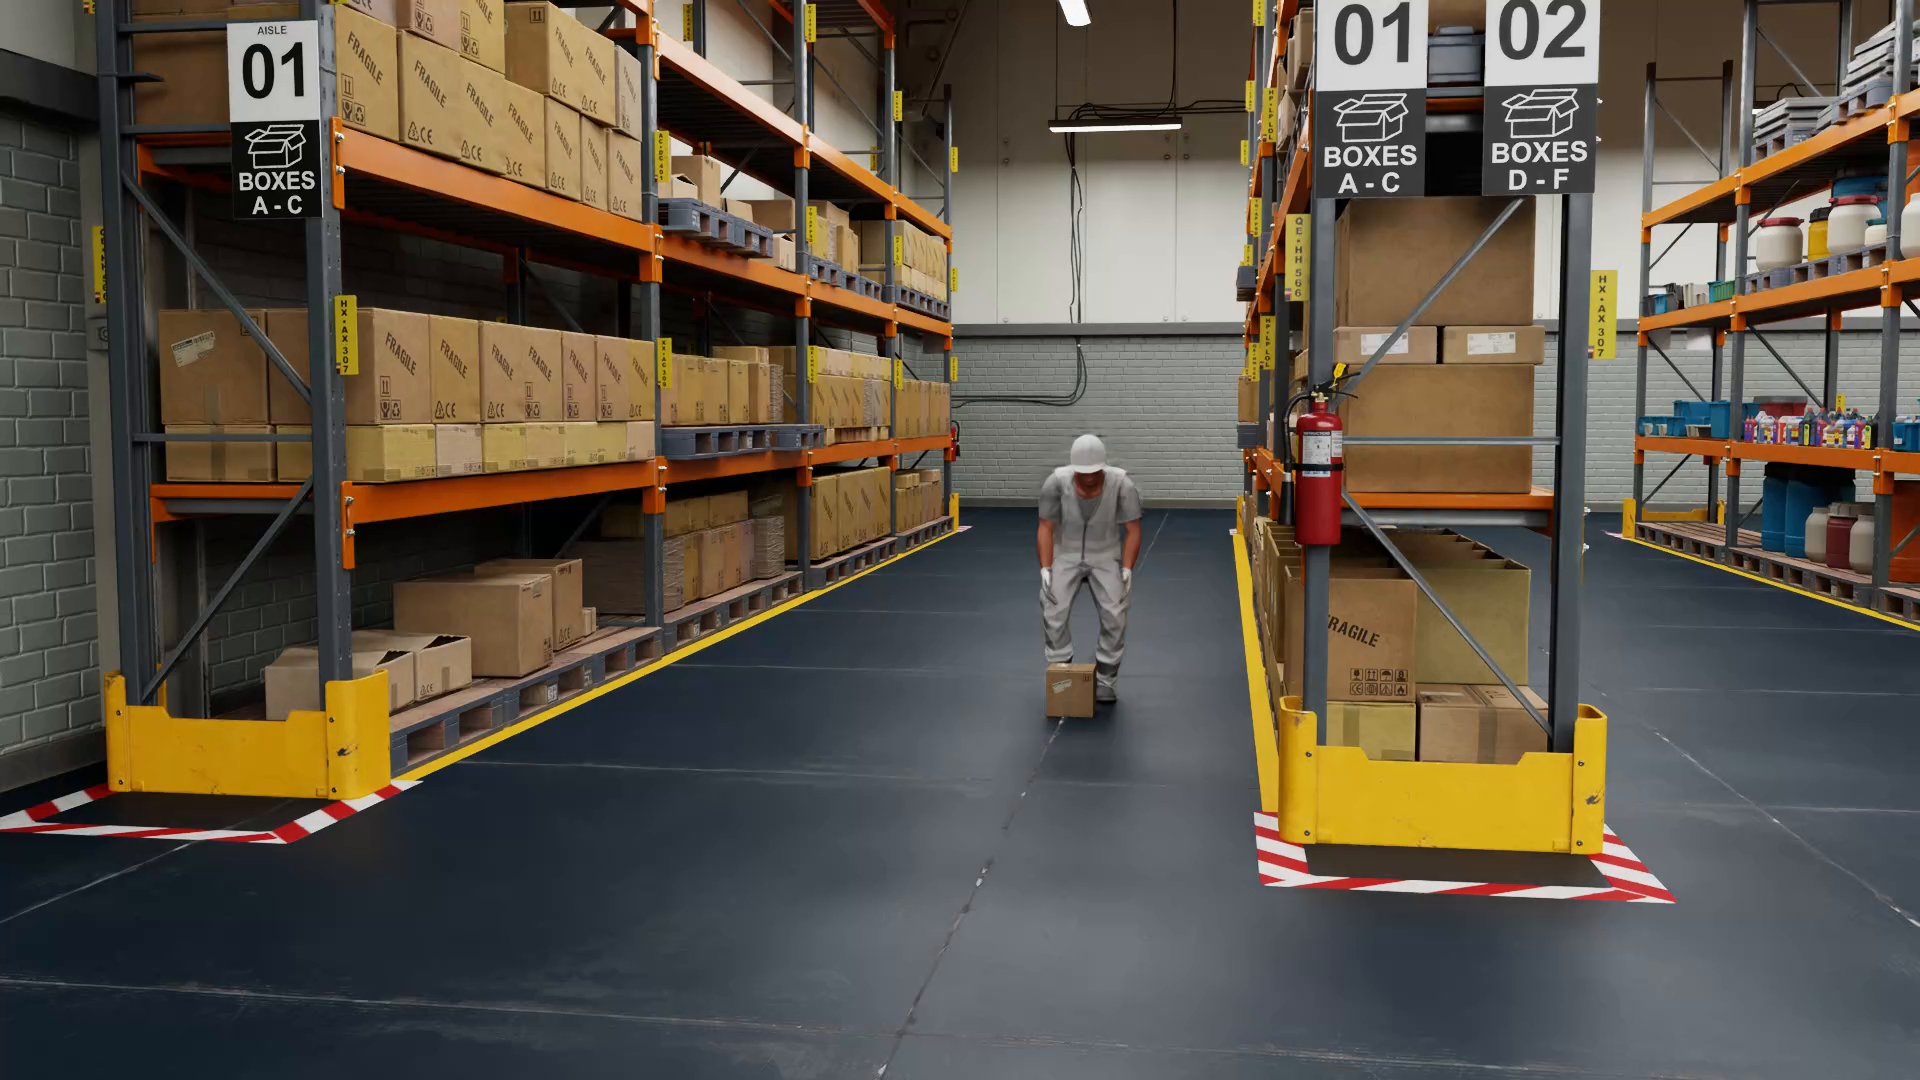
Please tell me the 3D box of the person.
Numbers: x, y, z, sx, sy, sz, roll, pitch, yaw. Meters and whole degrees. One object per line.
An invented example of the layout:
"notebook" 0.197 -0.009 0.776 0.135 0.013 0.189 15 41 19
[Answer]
"person" 0.725 0.156 9.281 0.581 1.500 0.711 1 4 9
